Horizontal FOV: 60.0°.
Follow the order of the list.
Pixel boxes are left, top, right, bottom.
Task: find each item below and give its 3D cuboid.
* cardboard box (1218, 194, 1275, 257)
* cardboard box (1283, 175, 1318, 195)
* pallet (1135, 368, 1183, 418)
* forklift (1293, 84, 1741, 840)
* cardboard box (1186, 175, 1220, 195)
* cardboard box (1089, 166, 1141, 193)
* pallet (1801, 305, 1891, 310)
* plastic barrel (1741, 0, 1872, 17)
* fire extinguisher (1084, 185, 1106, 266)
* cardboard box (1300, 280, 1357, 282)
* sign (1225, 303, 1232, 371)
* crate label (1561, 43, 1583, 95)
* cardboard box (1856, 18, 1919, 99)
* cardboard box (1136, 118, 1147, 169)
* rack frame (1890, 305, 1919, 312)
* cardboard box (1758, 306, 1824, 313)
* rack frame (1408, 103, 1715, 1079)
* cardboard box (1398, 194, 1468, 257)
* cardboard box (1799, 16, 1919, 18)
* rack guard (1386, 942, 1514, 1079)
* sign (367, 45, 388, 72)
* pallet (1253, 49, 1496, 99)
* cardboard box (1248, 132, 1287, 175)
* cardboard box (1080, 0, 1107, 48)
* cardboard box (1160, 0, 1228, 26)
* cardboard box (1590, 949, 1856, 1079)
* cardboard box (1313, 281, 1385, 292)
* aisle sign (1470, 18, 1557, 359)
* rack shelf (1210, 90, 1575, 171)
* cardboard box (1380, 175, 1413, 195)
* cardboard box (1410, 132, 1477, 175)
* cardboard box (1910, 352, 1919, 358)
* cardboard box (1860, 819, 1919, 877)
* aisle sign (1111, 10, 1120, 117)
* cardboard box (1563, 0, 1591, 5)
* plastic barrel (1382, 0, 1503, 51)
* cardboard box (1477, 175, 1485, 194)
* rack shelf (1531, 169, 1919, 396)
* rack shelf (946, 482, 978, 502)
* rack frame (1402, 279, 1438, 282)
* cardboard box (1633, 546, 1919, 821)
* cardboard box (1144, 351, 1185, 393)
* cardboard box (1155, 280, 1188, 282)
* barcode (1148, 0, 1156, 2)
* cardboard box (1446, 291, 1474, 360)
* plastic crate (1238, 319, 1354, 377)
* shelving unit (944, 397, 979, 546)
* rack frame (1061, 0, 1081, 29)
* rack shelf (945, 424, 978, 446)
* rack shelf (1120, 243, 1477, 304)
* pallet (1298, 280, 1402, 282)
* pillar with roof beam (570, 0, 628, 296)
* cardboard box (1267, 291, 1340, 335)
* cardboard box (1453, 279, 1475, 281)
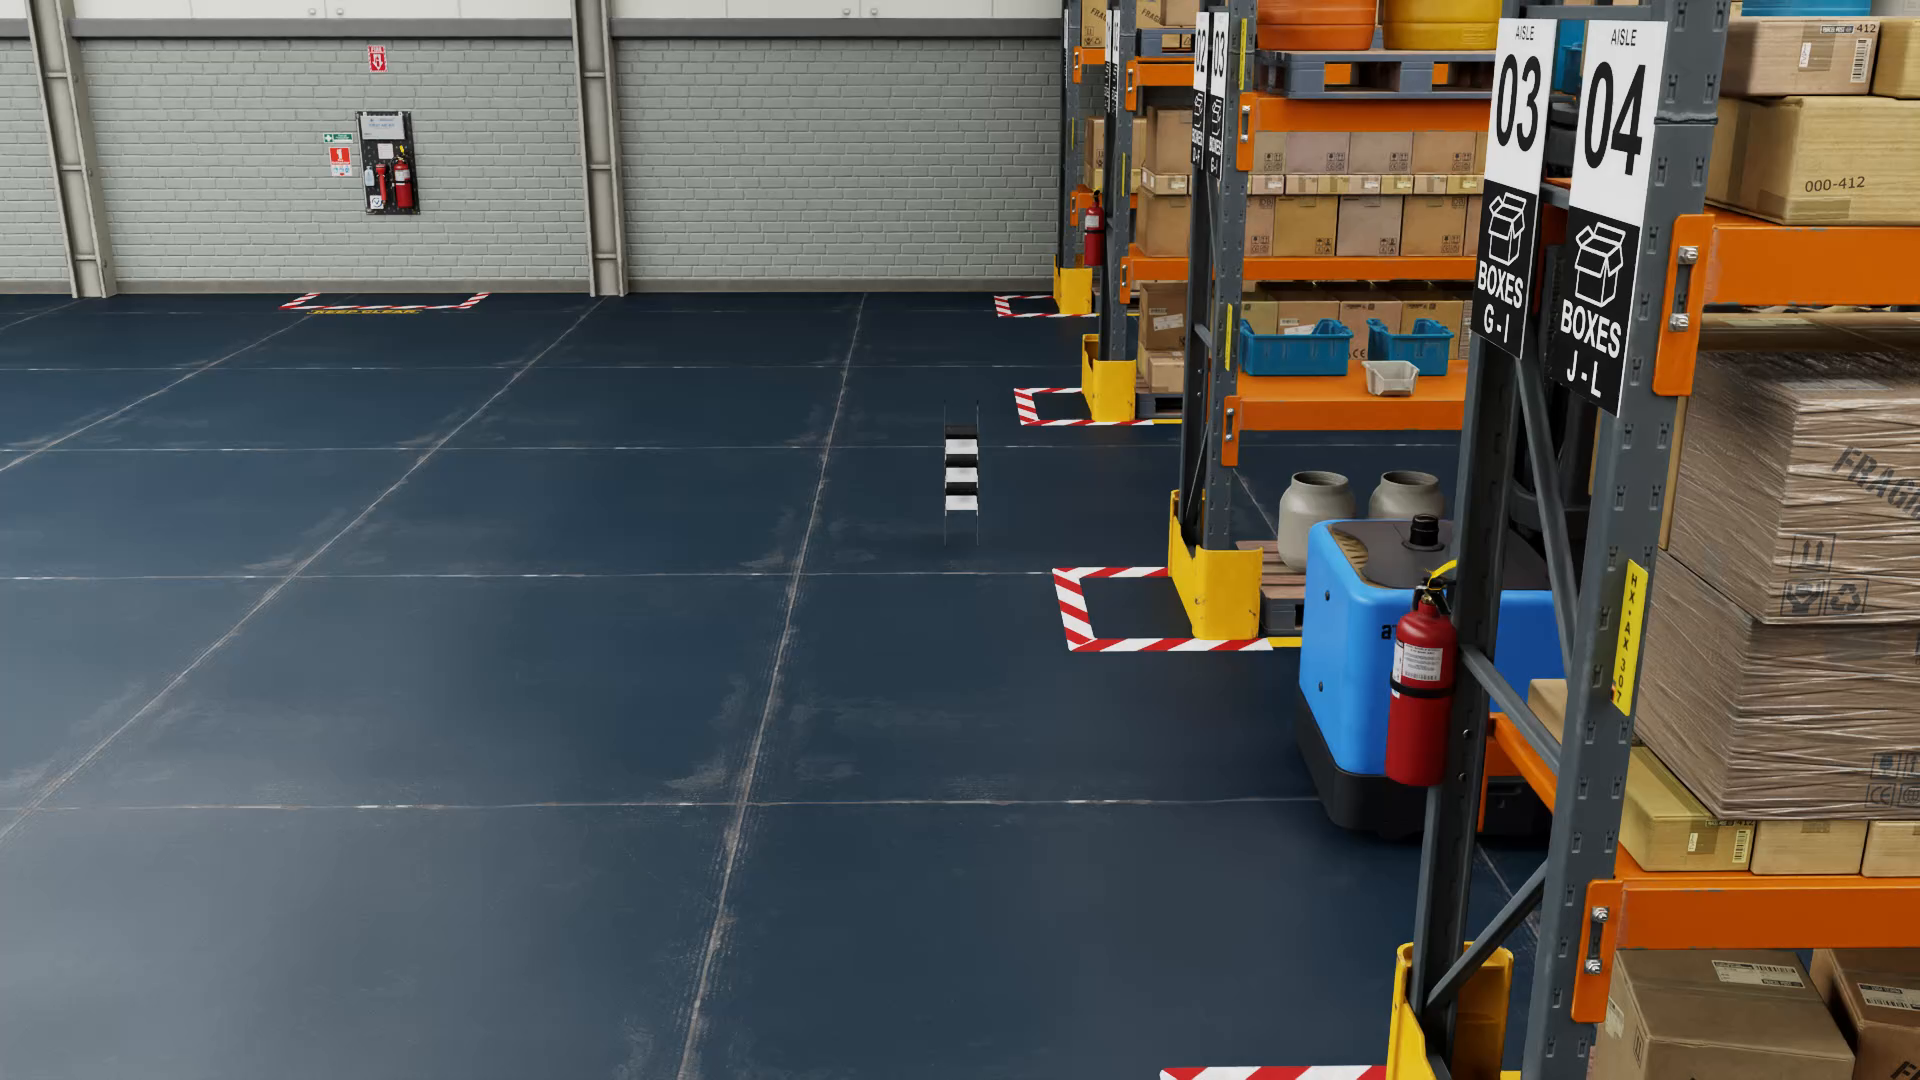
[{"bbox_3d":[2.264,-2.620,13.640,0.500,0.500,0.700,0,18,1],"label":"cardboard box"},{"bbox_3d":[2.700,-2.868,13.351,0.250,0.149,0.380,-1,18,-3],"label":"cardboard box"},{"bbox_3d":[2.036,-1.259,14.125,1.213,0.211,1.003,0,18,-1],"label":"pallet"},{"bbox_3d":[3.026,-0.315,6.731,3.031,2.935,1.130,0,18,1],"label":"forklift"},{"bbox_3d":[1.932,-2.865,13.341,0.250,0.149,0.380,-1,18,-2],"label":"cardboard box"},{"bbox_3d":[1.683,-3.926,18.089,0.500,0.250,0.500,-1,18,-2],"label":"cardboard box"},{"bbox_3d":[9.979,-2.774,18.851,1.213,0.211,1.003,0,18,-1],"label":"pallet"},{"bbox_3d":[4.349,-2.971,8.480,0.708,0.901,0.600,0,18,-1],"label":"plastic barrel"},{"bbox_3d":[1.147,-2.674,14.100,0.183,0.674,0.296,0,18,-1],"label":"fire extinguisher"},{"bbox_3d":[4.153,-3.104,18.685,0.500,0.500,0.500,-2,18,-5],"label":"cardboard box"},{"bbox_3d":[1.351,-1.021,8.366,0.005,0.325,0.100,0,18,-1],"label":"sign"},{"bbox_3d":[3.223,-2.323,8.210,0.408,0.251,0.502,0,18,-1],"label":"crate label"},{"bbox_3d":[1.965,-0.993,3.416,0.250,0.149,0.380,0,18,0],"label":"cardboard box"},{"bbox_3d":[2.167,-4.288,17.988,0.500,0.500,0.500,0,18,-1],"label":"cardboard box"},{"bbox_3d":[5.346,-1.076,8.992,0.127,3.000,1.000,0,18,-1],"label":"rack frame"},{"bbox_3d":[7.194,-1.844,14.280,0.500,0.311,0.500,0,18,-2],"label":"cardboard box"},{"bbox_3d":[1.425,0.456,4.216,0.127,3.000,1.000,0,18,-1],"label":"rack frame"},{"bbox_3d":[3.799,-2.627,13.662,0.500,0.500,0.700,0,18,0],"label":"cardboard box"},{"bbox_3d":[2.232,-1.188,4.022,0.250,0.149,0.380,-1,18,-3],"label":"cardboard box"},{"bbox_3d":[1.501,1.646,4.599,0.348,0.500,1.175,0,18,-1],"label":"rack guard"},{"bbox_3d":[-6.604,-5.455,18.848,0.199,0.298,0.001,0,18,-1],"label":"sign"},{"bbox_3d":[2.175,-2.369,8.422,1.213,0.211,1.003,0,18,-1],"label":"pallet"},{"bbox_3d":[2.318,-3.238,13.443,0.500,0.500,0.700,-1,18,-2],"label":"cardboard box"},{"bbox_3d":[1.529,-5.493,17.655,0.500,0.500,0.500,0,18,1],"label":"cardboard box"},{"bbox_3d":[1.847,-4.315,13.093,0.637,0.503,0.797,1,18,3],"label":"cardboard box"},{"bbox_3d":[2.050,1.448,4.527,0.500,0.500,0.500,3,18,9],"label":"cardboard box"},{"bbox_3d":[3.303,-1.922,14.216,0.500,0.500,0.500,0,18,-1],"label":"cardboard box"},{"bbox_3d":[1.358,-0.873,4.104,0.004,0.787,0.394,0,18,-1],"label":"aisle sign"},{"bbox_3d":[3.346,-2.152,8.614,4.000,0.370,1.077,0,18,-1],"label":"rack shelf"},{"bbox_3d":[3.468,-2.871,13.361,0.250,0.149,0.380,0,18,1],"label":"cardboard box"},{"bbox_3d":[3.822,-3.245,13.466,0.500,0.500,0.700,0,18,-1],"label":"cardboard box"},{"bbox_3d":[2.479,-0.129,3.752,0.500,0.500,0.500,0,18,-1],"label":"cardboard box"},{"bbox_3d":[2.214,0.655,4.007,0.250,0.149,0.380,0,18,-1],"label":"cardboard box"},{"bbox_3d":[1.211,-3.714,12.958,0.004,0.787,0.394,0,18,-1],"label":"aisle sign"},{"bbox_3d":[4.764,-4.410,13.393,0.500,0.500,0.500,1,18,4],"label":"cardboard box"},{"bbox_3d":[2.485,-2.819,8.519,0.600,0.588,0.600,0,18,0],"label":"plastic barrel"},{"bbox_3d":[4.232,-2.875,13.373,0.250,0.149,0.380,0,18,-1],"label":"cardboard box"},{"bbox_3d":[3.425,-0.640,3.898,4.000,0.370,1.077,0,18,-1],"label":"rack shelf"},{"bbox_3d":[0.008,-0.311,10.448,0.200,0.077,0.258,0,18,-1],"label":"rack shelf"},{"bbox_3d":[5.190,-4.102,18.424,0.127,3.000,1.000,0,18,-1],"label":"rack frame"},{"bbox_3d":[1.975,0.272,4.138,0.500,0.500,0.875,0,18,-1],"label":"cardboard box"},{"bbox_3d":[1.812,-1.395,13.800,0.500,0.250,0.500,0,18,-1],"label":"cardboard box"},{"bbox_3d":[2.454,-2.991,18.641,0.500,0.311,0.500,1,18,4],"label":"cardboard box"},{"bbox_3d":[1.566,-4.423,13.565,0.075,0.075,0.001,0,18,-1],"label":"barcode"},{"bbox_3d":[4.311,-1.769,13.738,0.500,0.500,0.500,0,18,-1],"label":"cardboard box"},{"bbox_3d":[1.842,-1.080,9.247,0.616,0.251,0.499,0,18,-1],"label":"plastic crate"},{"bbox_3d":[0.008,-0.429,10.410,0.210,0.900,0.258,0,18,-1],"label":"shelving unit"},{"bbox_3d":[1.190,-6.939,17.448,0.127,3.000,1.000,0,18,-1],"label":"rack frame"},{"bbox_3d":[0.008,-0.654,10.338,0.200,0.077,0.258,0,18,-1],"label":"rack shelf"},{"bbox_3d":[3.272,-2.237,13.788,4.000,0.370,1.077,0,18,-1],"label":"rack shelf"},{"bbox_3d":[4.519,-2.760,18.807,1.213,0.211,1.003,0,18,-1],"label":"pallet"},{"bbox_3d":[-4.055,-5.863,14.093,0.400,9.000,9.100,0,18,-1],"label":"pillar with roof beam"},{"bbox_3d":[2.812,-1.762,13.715,0.500,0.500,0.500,0,18,-1],"label":"cardboard box"},{"bbox_3d":[5.926,-3.130,18.766,0.500,0.500,0.700,0,18,1],"label":"cardboard box"}]
